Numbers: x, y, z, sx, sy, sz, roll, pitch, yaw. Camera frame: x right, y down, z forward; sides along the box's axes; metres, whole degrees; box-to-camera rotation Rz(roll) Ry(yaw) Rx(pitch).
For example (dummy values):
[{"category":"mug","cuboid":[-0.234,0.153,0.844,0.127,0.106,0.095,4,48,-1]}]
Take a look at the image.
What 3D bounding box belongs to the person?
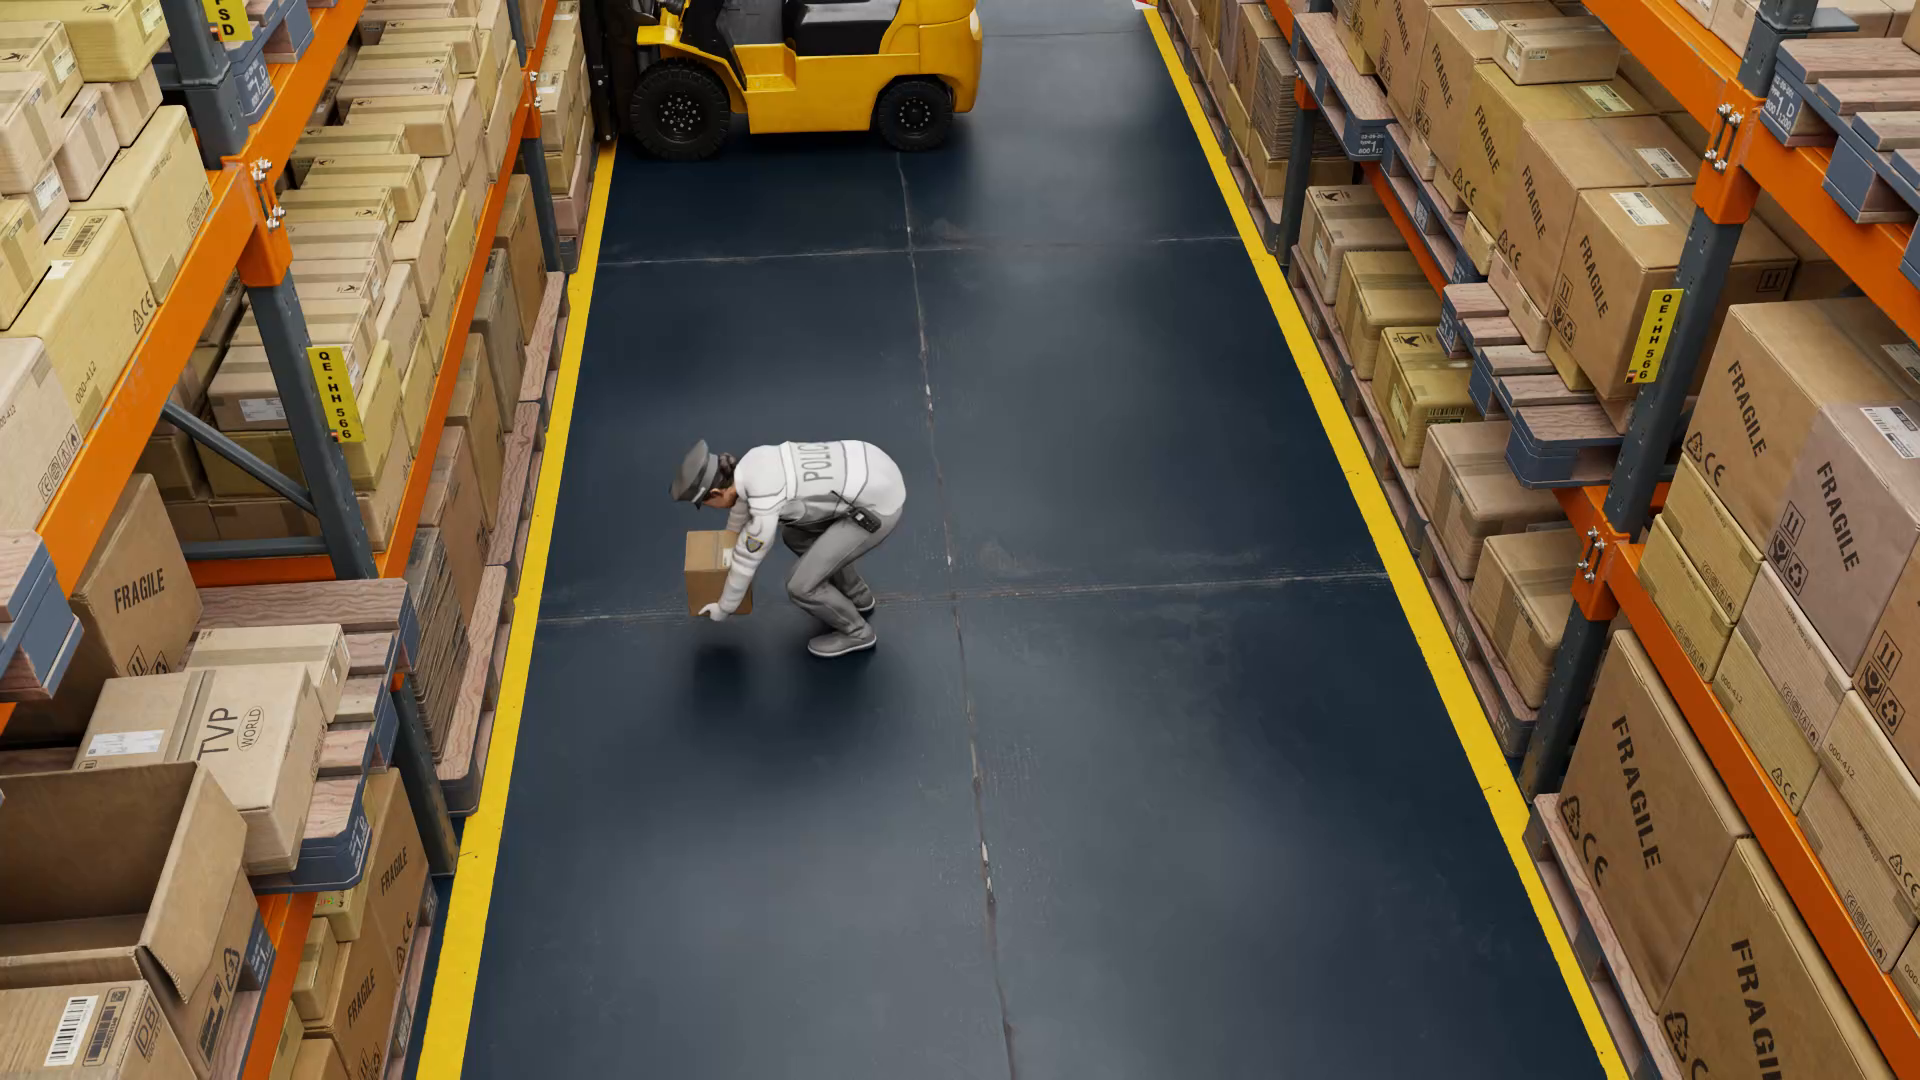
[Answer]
[{"category":"person","cuboid":[-0.674,0.002,6.682,0.919,0.996,0.468,-5,40,-6]}]
